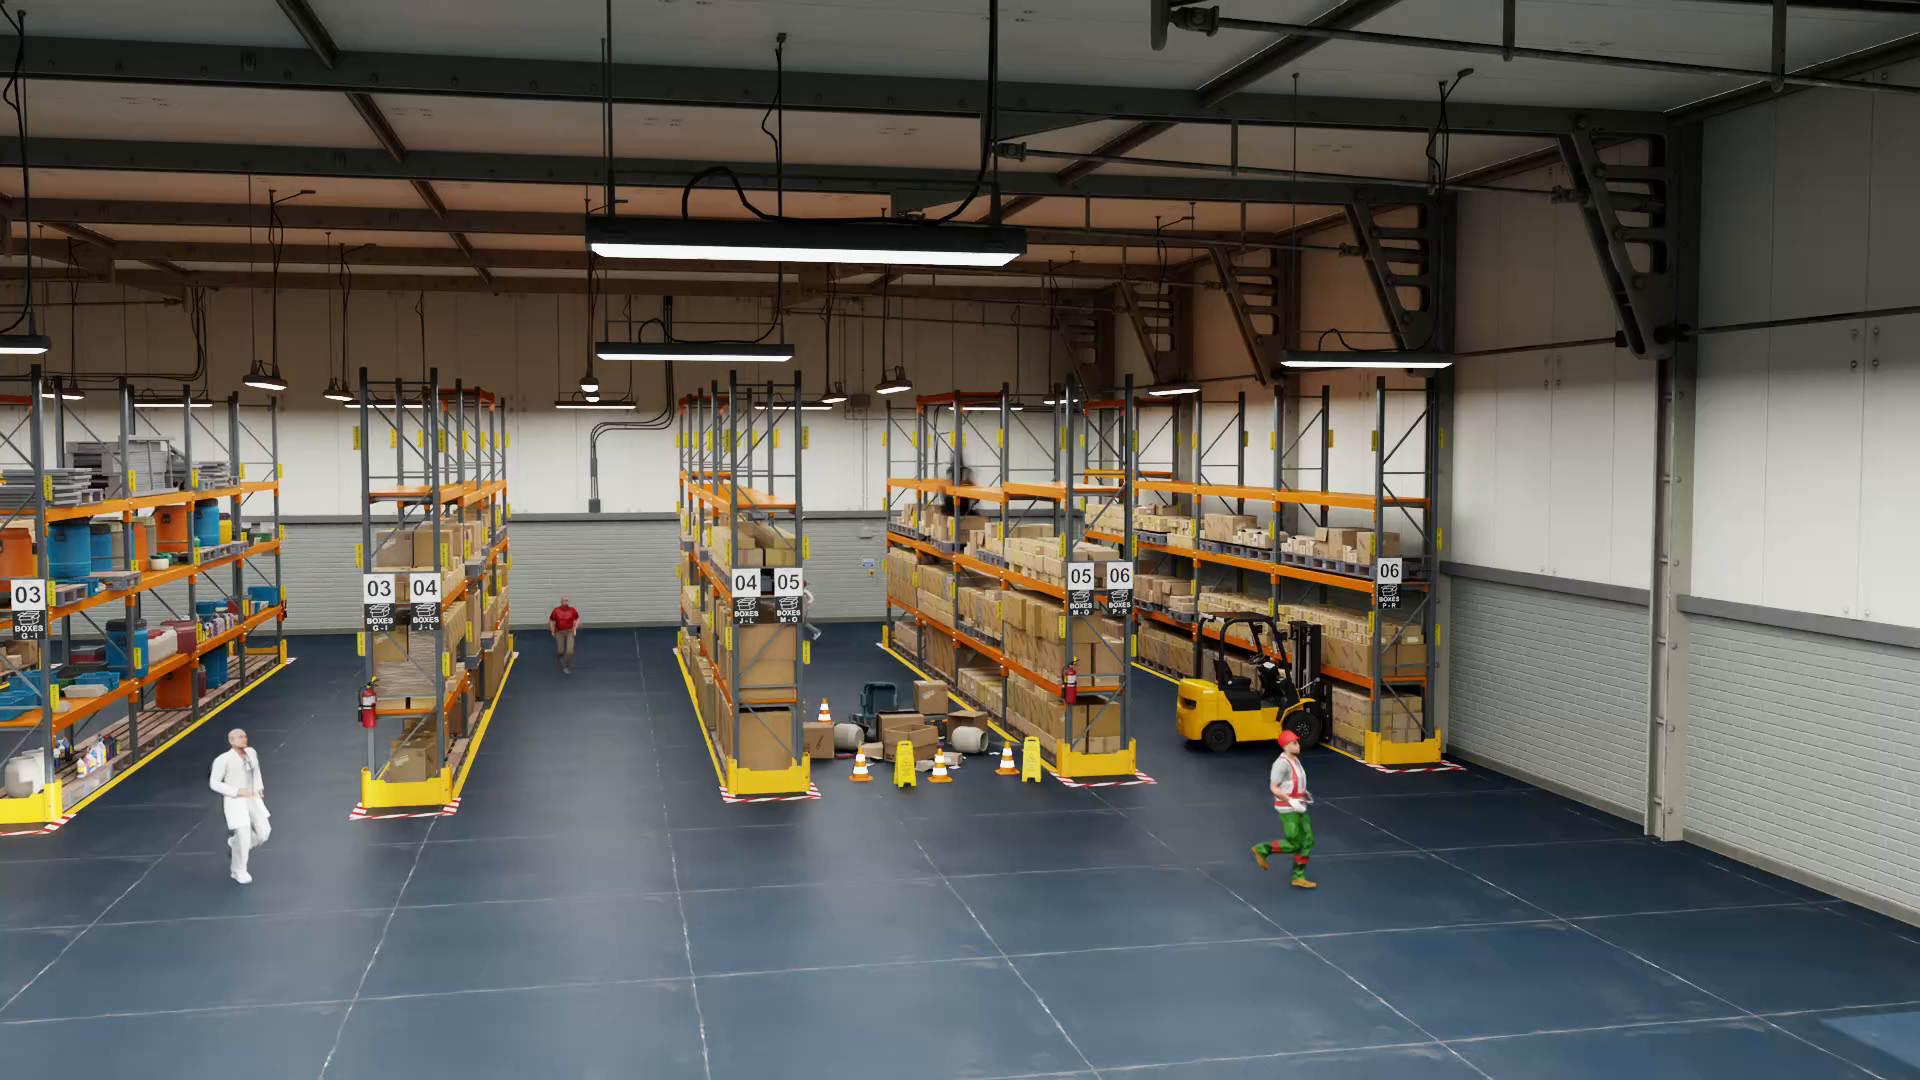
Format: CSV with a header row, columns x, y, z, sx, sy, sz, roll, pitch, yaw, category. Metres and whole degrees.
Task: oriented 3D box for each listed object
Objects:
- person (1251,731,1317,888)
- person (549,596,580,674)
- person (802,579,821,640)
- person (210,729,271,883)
x,y,z,sx,sy,sz,roll,pitch,yaw,category
3.680,3.015,18.732,0.745,1.749,0.667,2,4,32,person
-8.538,2.036,35.925,0.655,1.678,0.631,-1,4,-20,person
-3.833,1.766,40.859,0.877,1.605,0.538,-1,4,-17,person
-8.170,3.010,18.917,0.647,1.742,0.754,2,4,26,person
